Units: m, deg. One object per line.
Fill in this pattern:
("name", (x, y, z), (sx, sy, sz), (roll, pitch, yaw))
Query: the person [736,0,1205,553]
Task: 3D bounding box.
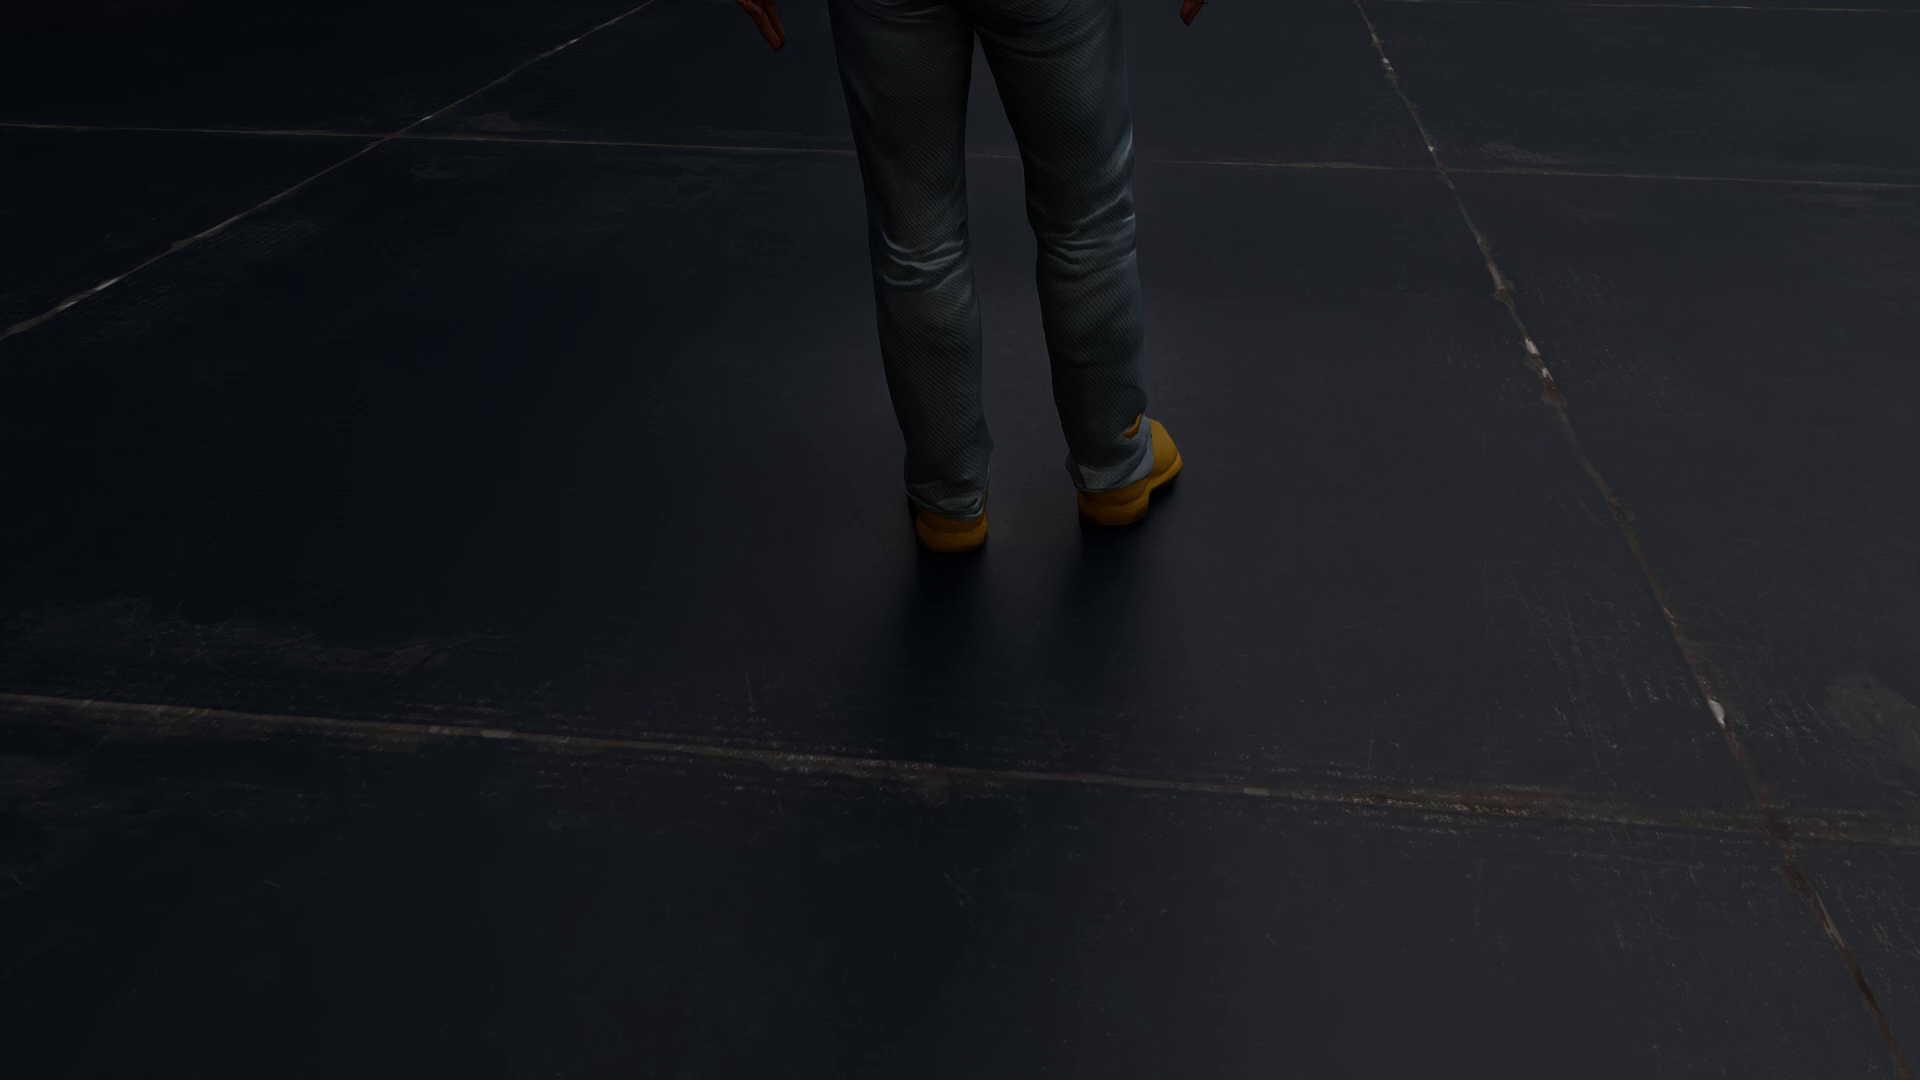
("person", (0.014, -0.827, 2.164), (0.666, 1.768, 0.575), (3, 27, 7))
